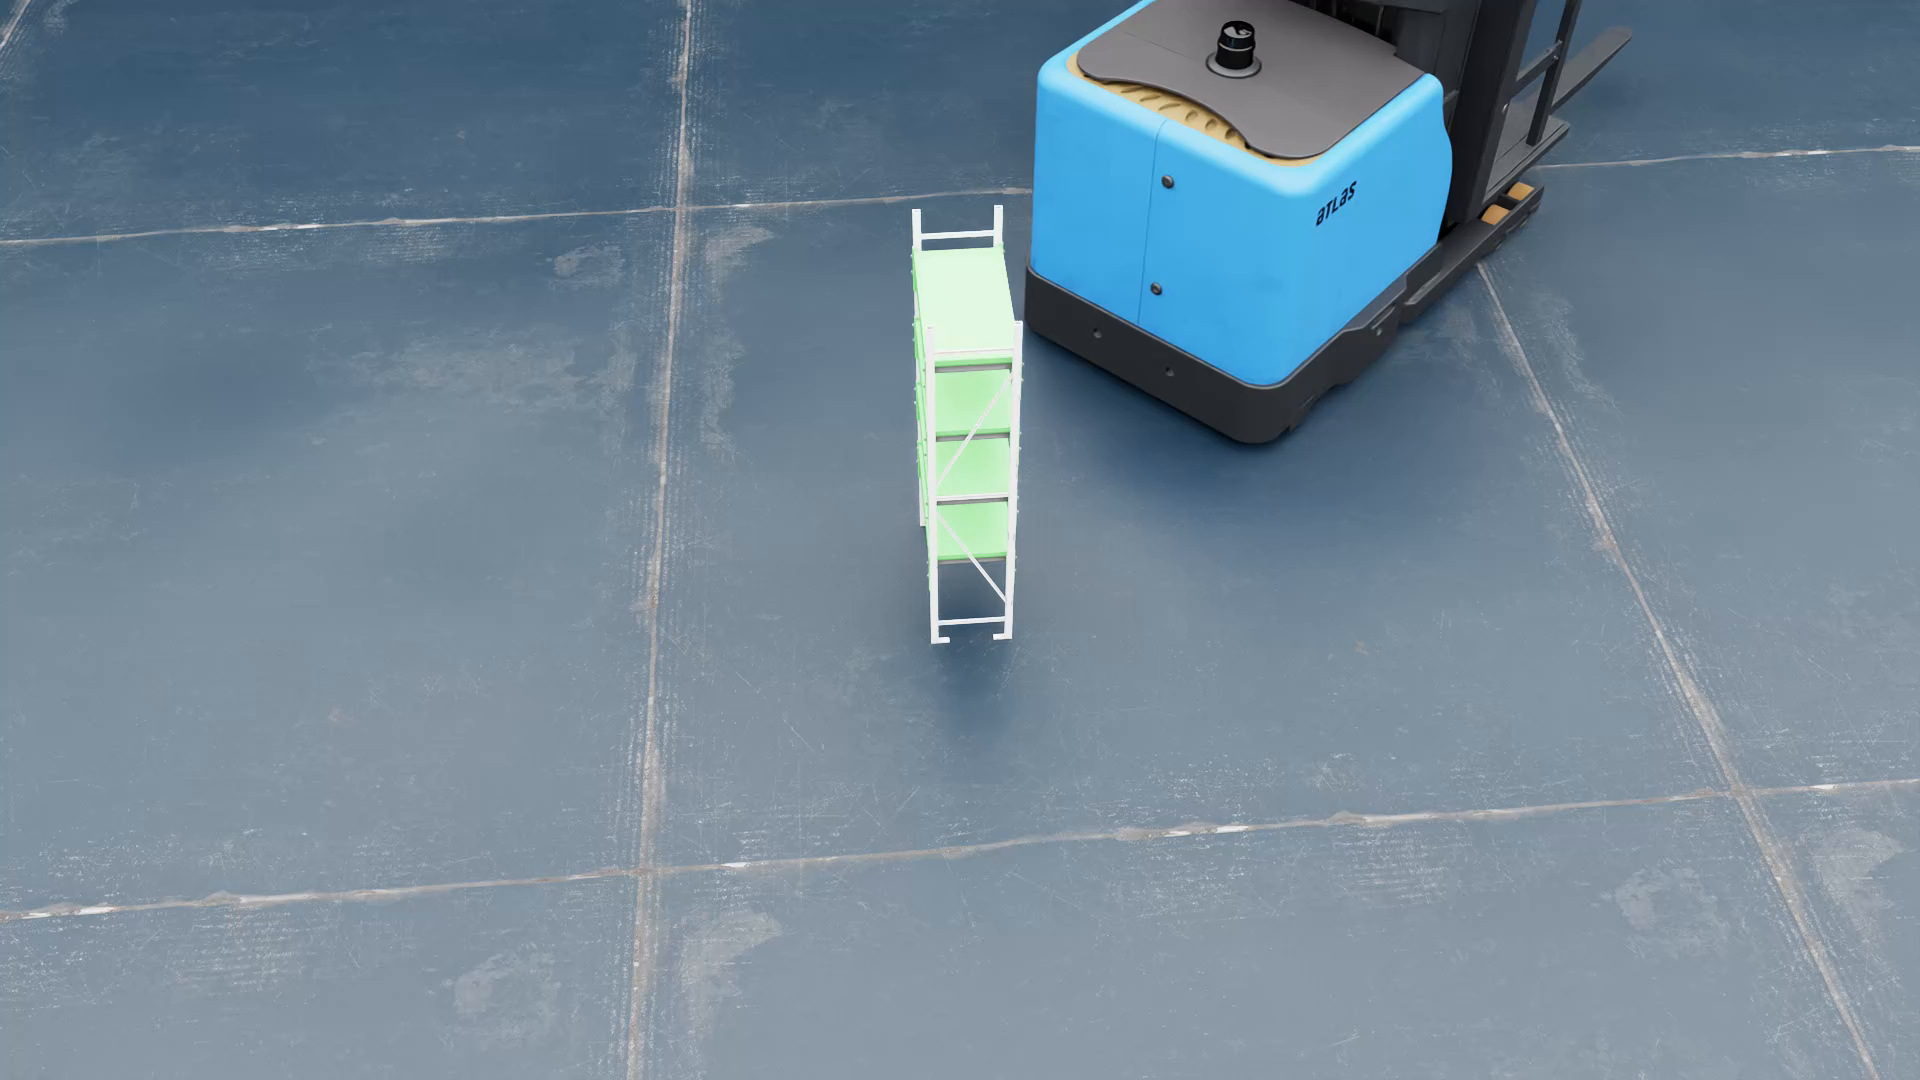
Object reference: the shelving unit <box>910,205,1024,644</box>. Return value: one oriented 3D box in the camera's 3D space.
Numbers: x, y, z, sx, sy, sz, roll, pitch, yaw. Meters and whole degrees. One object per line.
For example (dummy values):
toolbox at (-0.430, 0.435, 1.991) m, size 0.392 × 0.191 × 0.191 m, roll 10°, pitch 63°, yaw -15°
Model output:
shelving unit at (0.014, -0.293, 4.701) m, size 0.258 × 1.200 × 0.503 m, roll -3°, pitch 47°, yaw -3°

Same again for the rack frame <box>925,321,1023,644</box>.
rack frame at (0.034, -0.116, 4.534) m, size 0.240 × 1.200 × 0.015 m, roll -3°, pitch 47°, yaw -3°

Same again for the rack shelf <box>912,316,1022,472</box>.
rack shelf at (0.014, -0.414, 4.573) m, size 0.258 × 0.148 × 0.480 m, roll -3°, pitch 47°, yaw -3°

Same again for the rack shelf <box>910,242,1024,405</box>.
rack shelf at (0.014, -0.579, 4.399) m, size 0.258 × 0.148 × 0.480 m, roll -3°, pitch 47°, yaw -3°

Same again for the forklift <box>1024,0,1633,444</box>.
forklift at (1.574, -2.321, 5.429) m, size 1.130 × 2.935 × 3.031 m, roll 32°, pitch 54°, yaw 27°

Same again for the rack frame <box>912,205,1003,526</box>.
rack frame at (-0.007, -0.469, 4.868) m, size 0.240 × 1.200 × 0.015 m, roll -3°, pitch 47°, yaw -3°

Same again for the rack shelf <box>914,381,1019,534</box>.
rack shelf at (0.014, -0.249, 4.747) m, size 0.258 × 0.148 × 0.480 m, roll -3°, pitch 47°, yaw -3°

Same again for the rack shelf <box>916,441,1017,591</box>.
rack shelf at (0.014, -0.084, 4.922) m, size 0.258 × 0.148 × 0.480 m, roll -3°, pitch 47°, yaw -3°
